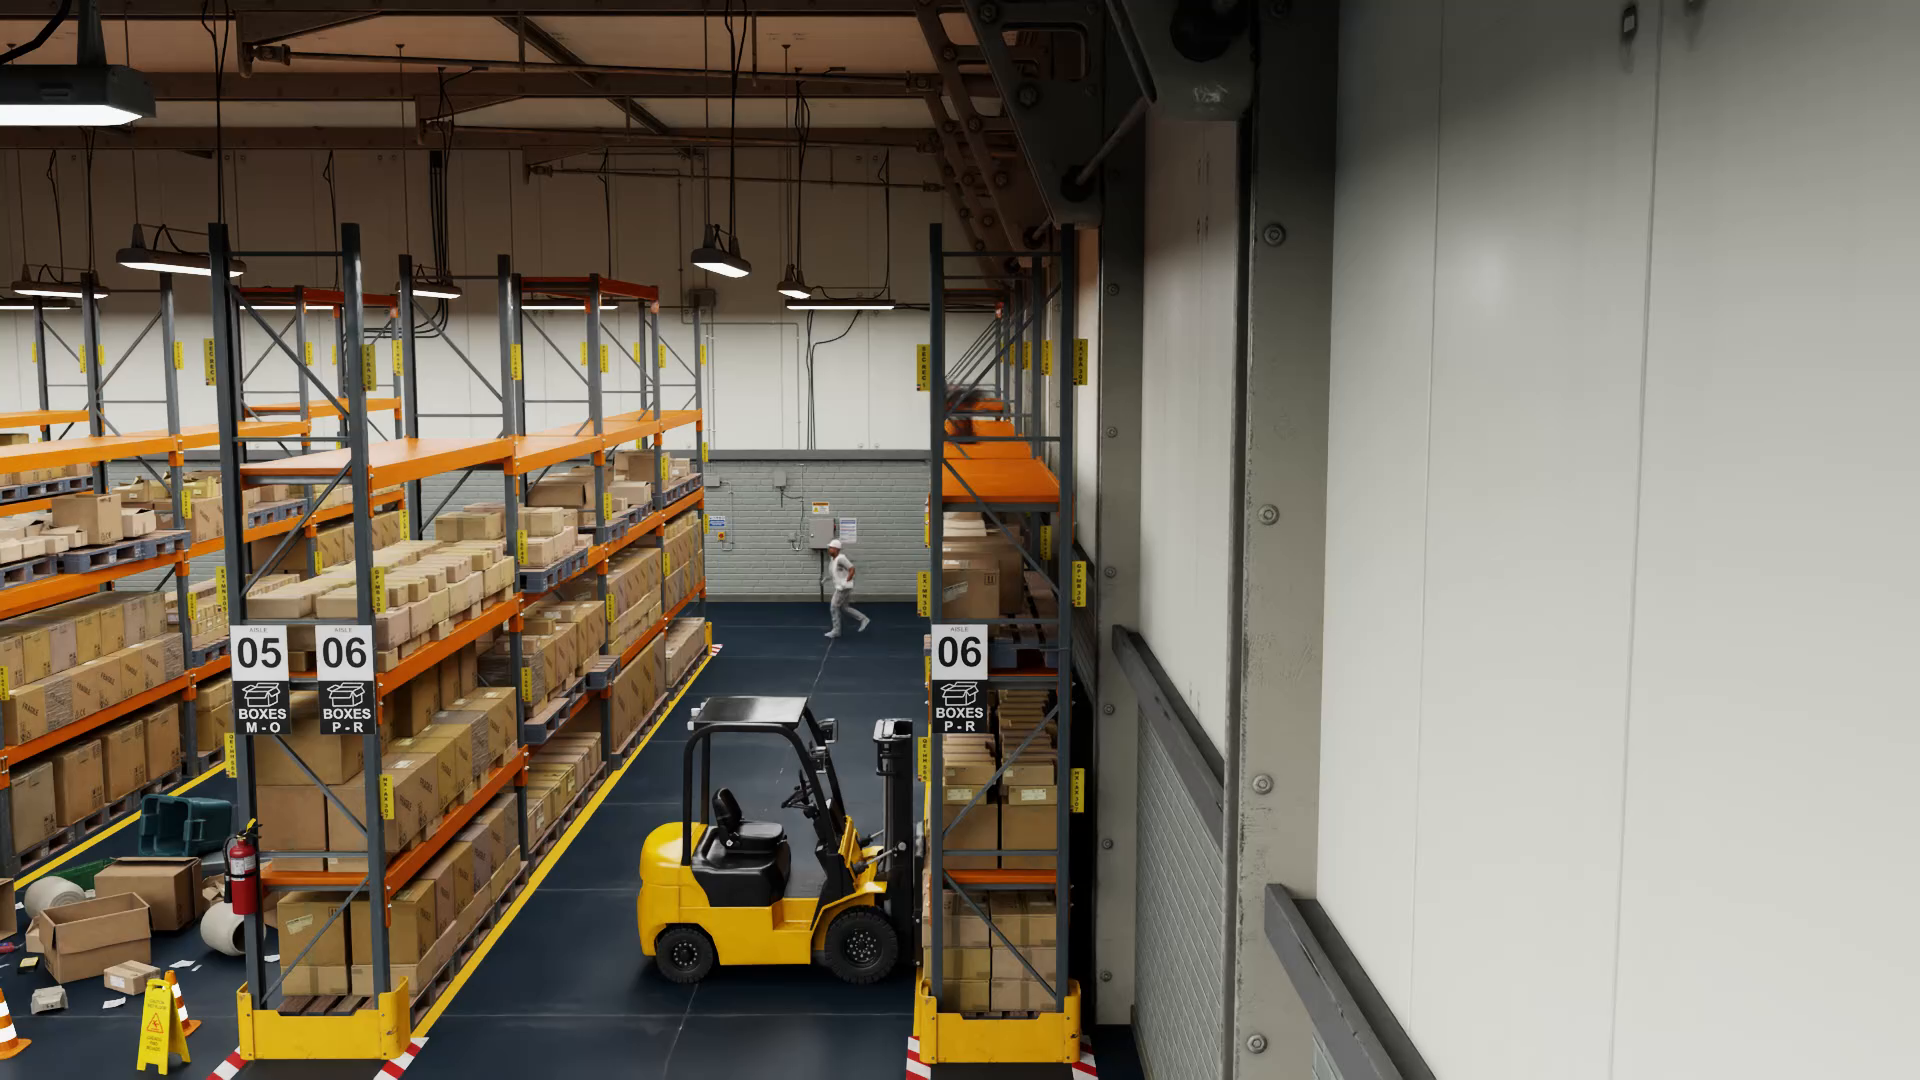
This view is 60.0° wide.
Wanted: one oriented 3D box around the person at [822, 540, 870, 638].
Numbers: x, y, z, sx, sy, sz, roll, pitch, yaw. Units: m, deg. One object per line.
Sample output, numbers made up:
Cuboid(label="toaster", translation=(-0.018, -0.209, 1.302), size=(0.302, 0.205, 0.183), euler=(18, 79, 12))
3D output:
Cuboid(label="person", translation=(-2.018, 0.852, 29.627), size=(0.877, 1.740, 0.686), euler=(-2, 7, -14))
